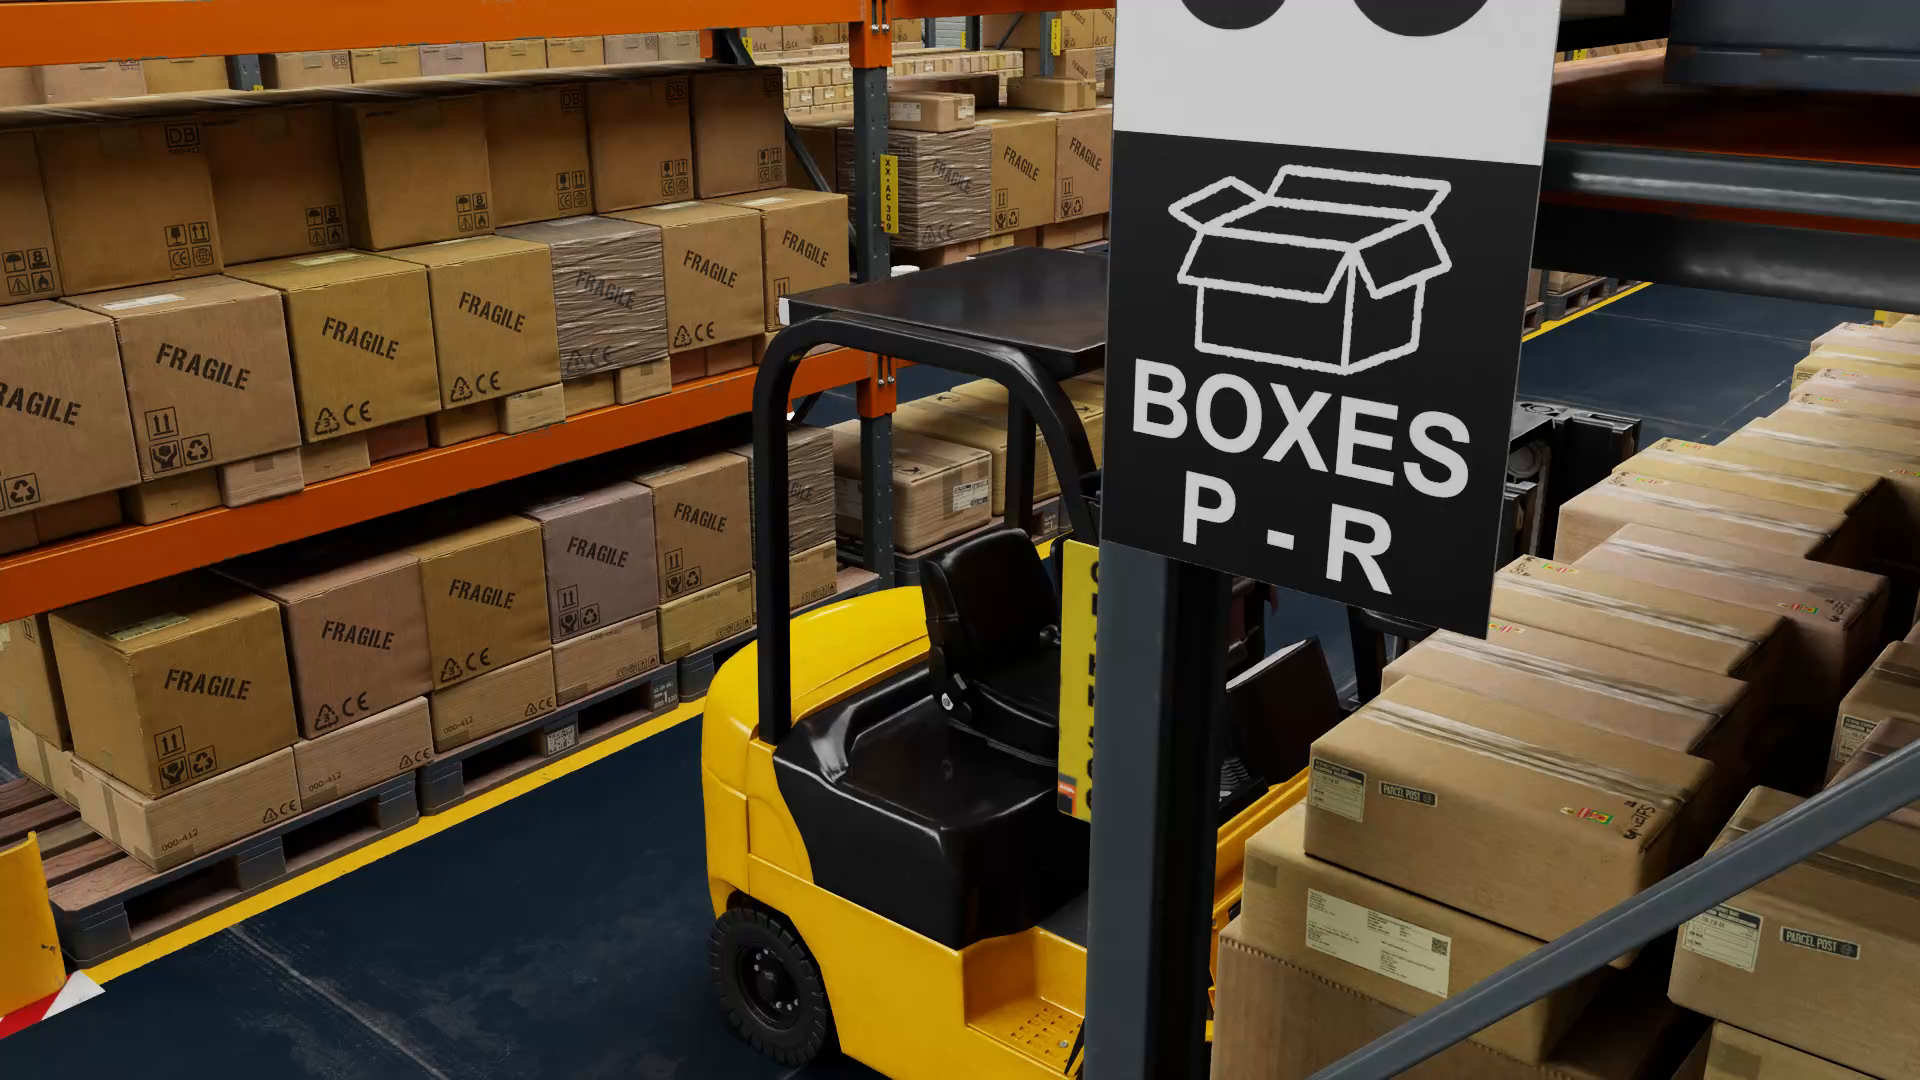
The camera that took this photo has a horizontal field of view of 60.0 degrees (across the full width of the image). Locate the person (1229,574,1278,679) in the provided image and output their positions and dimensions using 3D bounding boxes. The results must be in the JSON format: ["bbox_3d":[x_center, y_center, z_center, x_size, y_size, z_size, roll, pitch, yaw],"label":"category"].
[{"bbox_3d":[0.939,0.079,5.879,0.426,1.773,0.652,14,24,33],"label":"person"}]
